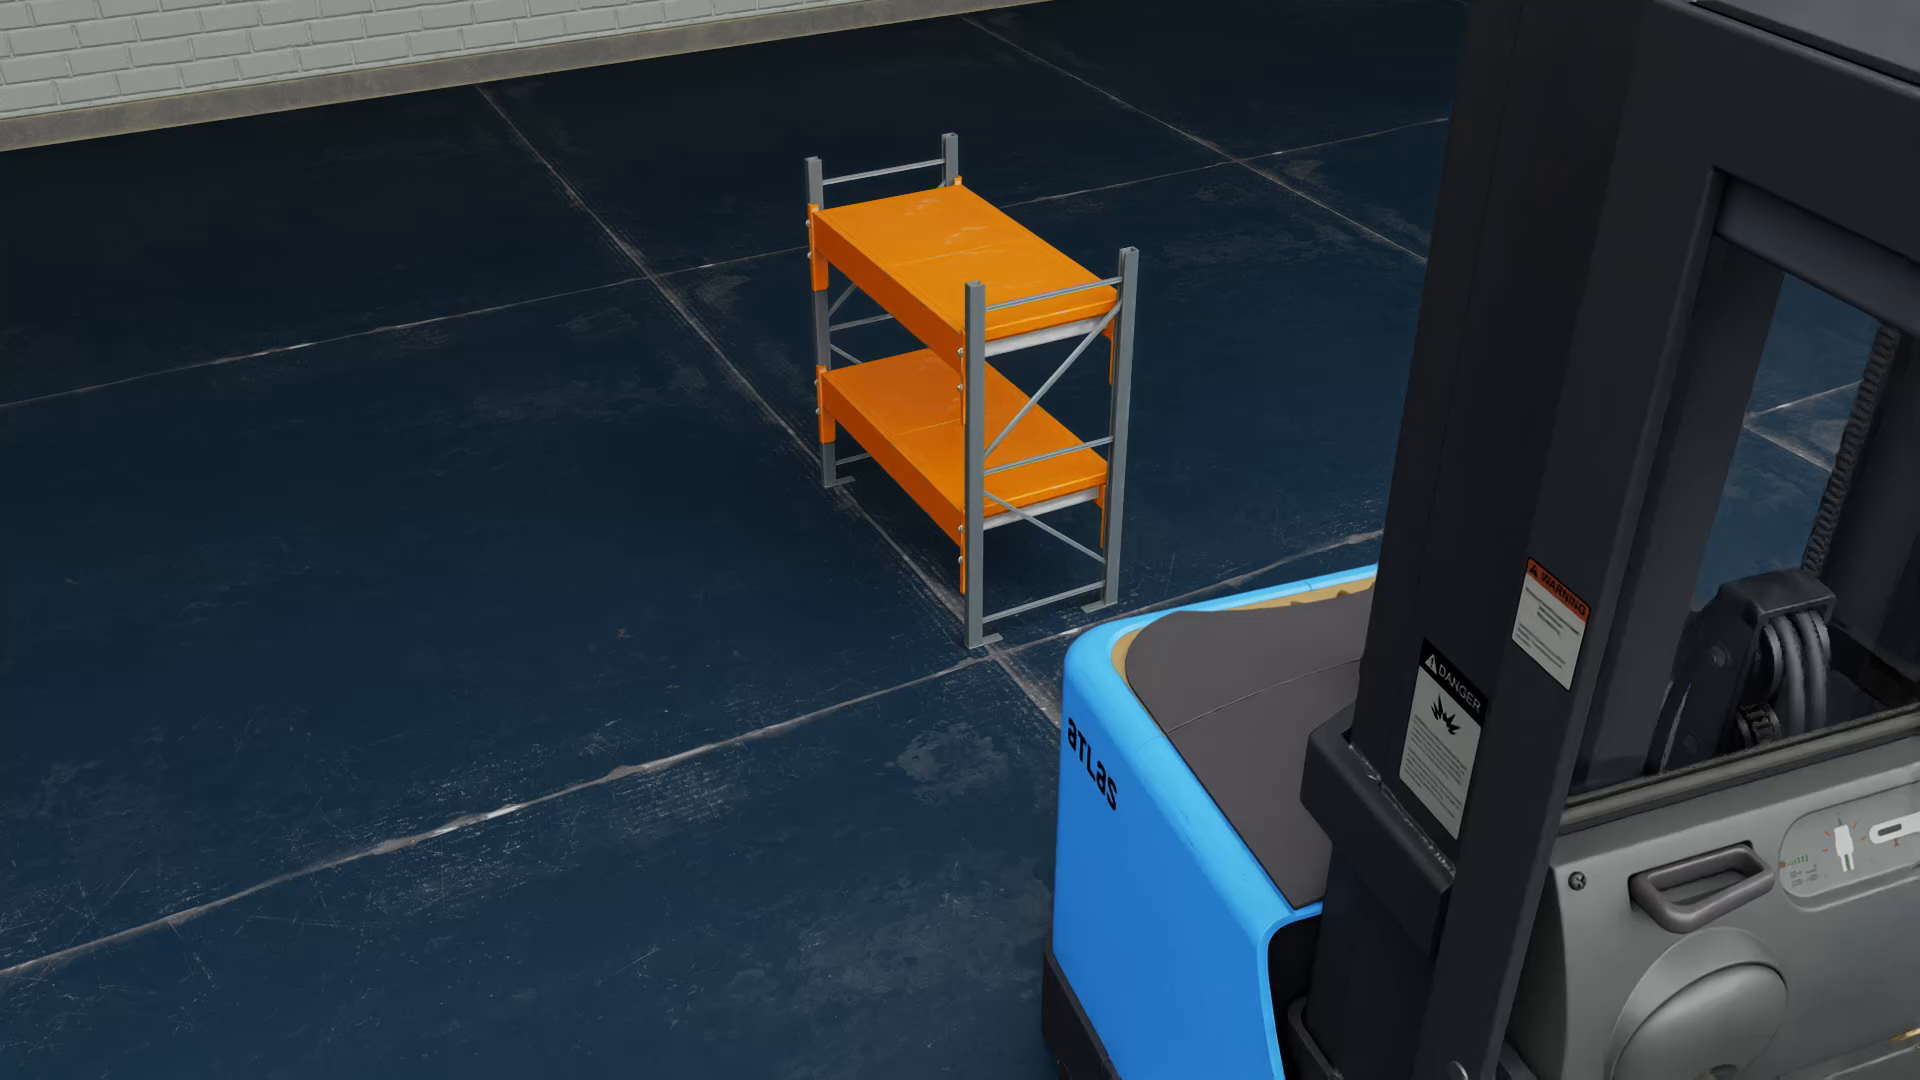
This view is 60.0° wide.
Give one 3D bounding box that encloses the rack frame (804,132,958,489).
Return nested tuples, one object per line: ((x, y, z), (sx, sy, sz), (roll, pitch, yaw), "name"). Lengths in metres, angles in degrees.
((-0.234, -0.713, 5.320), (0.500, 1.125, 0.032), (-16, 36, -23), "rack frame")

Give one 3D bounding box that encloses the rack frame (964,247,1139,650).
((0.240, -0.228, 4.563), (0.500, 1.125, 0.032), (-16, 36, -23), "rack frame")

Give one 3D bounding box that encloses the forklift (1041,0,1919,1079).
((1.153, 0.490, 1.769), (1.130, 2.935, 3.031), (-11, 34, -17), "forklift")

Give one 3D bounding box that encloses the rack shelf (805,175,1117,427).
((0.003, -0.717, 4.784), (0.538, 0.278, 1.000), (-16, 36, -23), "rack shelf")

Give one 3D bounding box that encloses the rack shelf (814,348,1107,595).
((0.003, -0.265, 5.073), (0.538, 0.278, 1.000), (-16, 36, -23), "rack shelf")

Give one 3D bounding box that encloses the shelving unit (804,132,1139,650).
((0.003, -0.470, 4.942), (0.538, 1.125, 1.048), (-16, 36, -23), "shelving unit")
